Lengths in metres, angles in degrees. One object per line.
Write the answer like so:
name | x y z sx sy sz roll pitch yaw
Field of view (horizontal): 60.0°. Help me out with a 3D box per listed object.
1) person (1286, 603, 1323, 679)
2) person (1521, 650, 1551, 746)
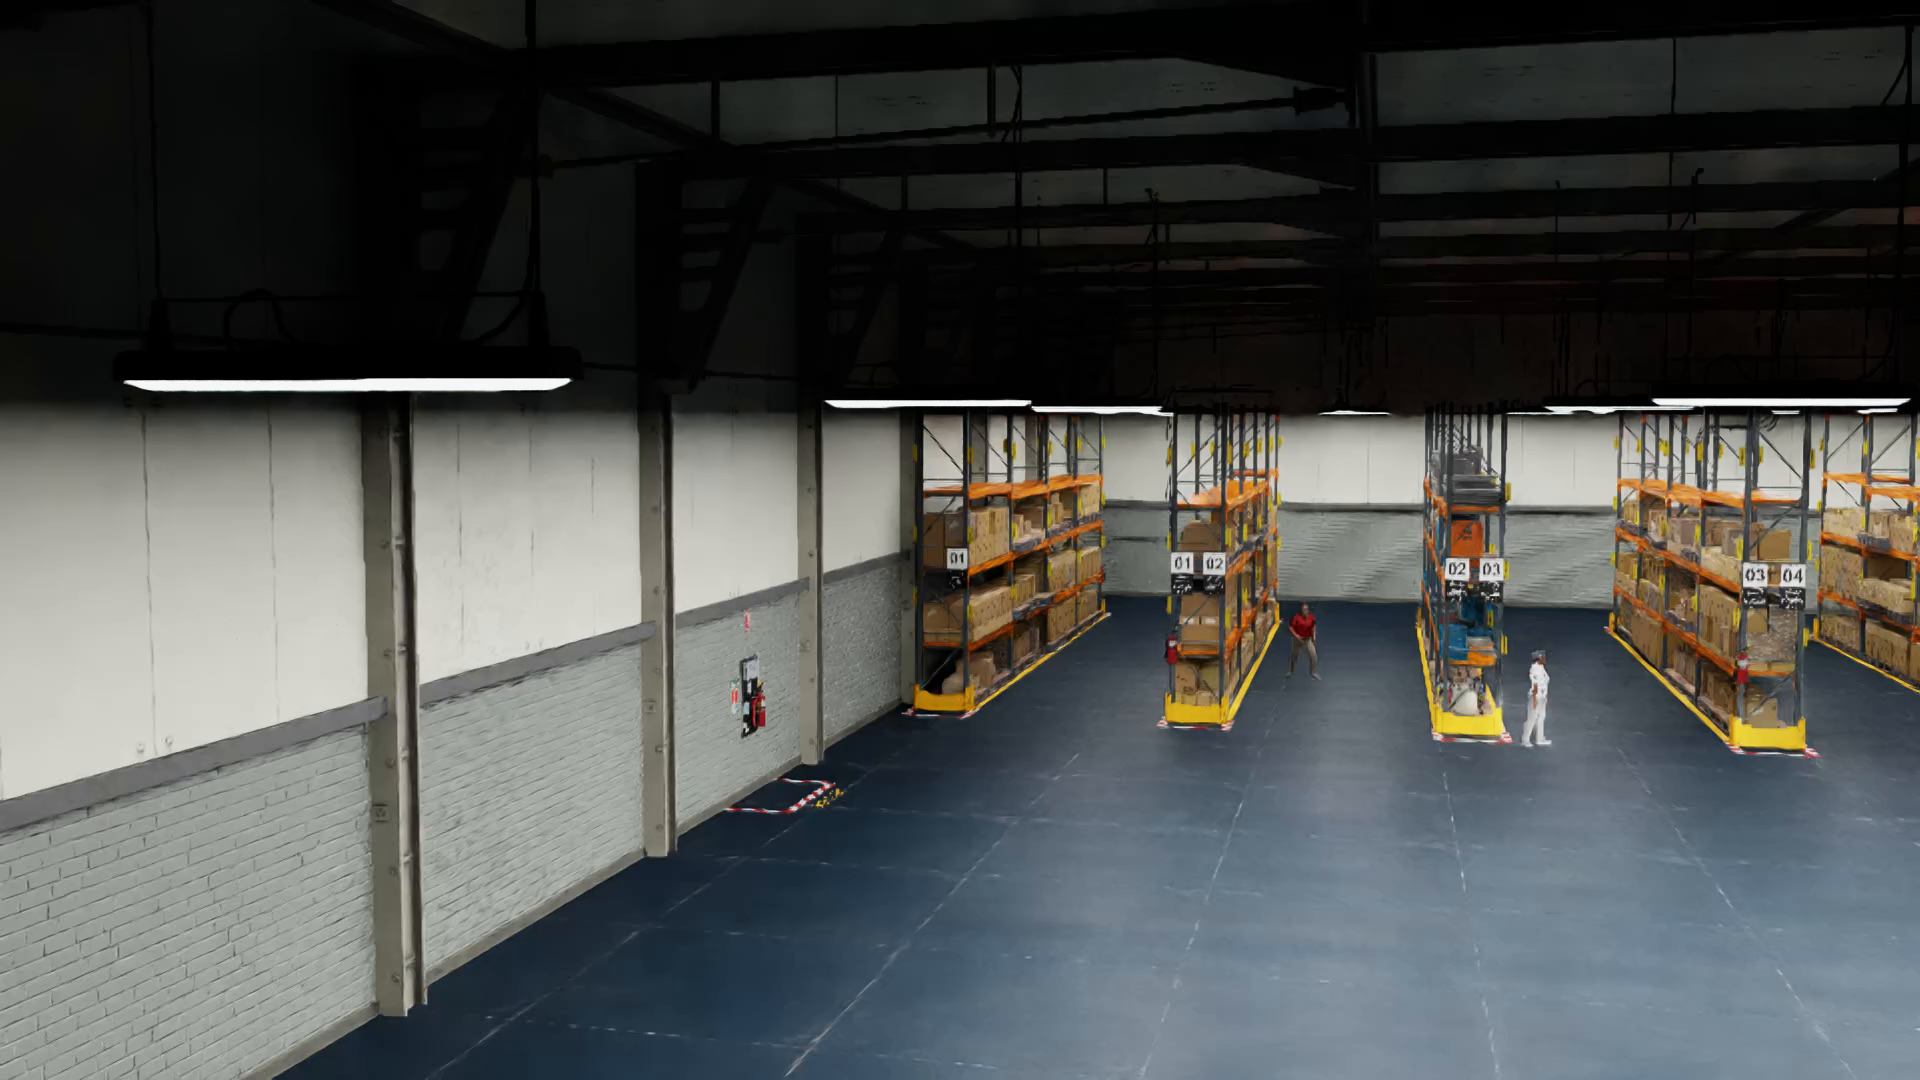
person | 7.521 2.195 36.423 0.701 1.662 0.857 0 4 -2
person | 10.053 2.747 28.977 0.456 1.676 0.610 2 5 26
